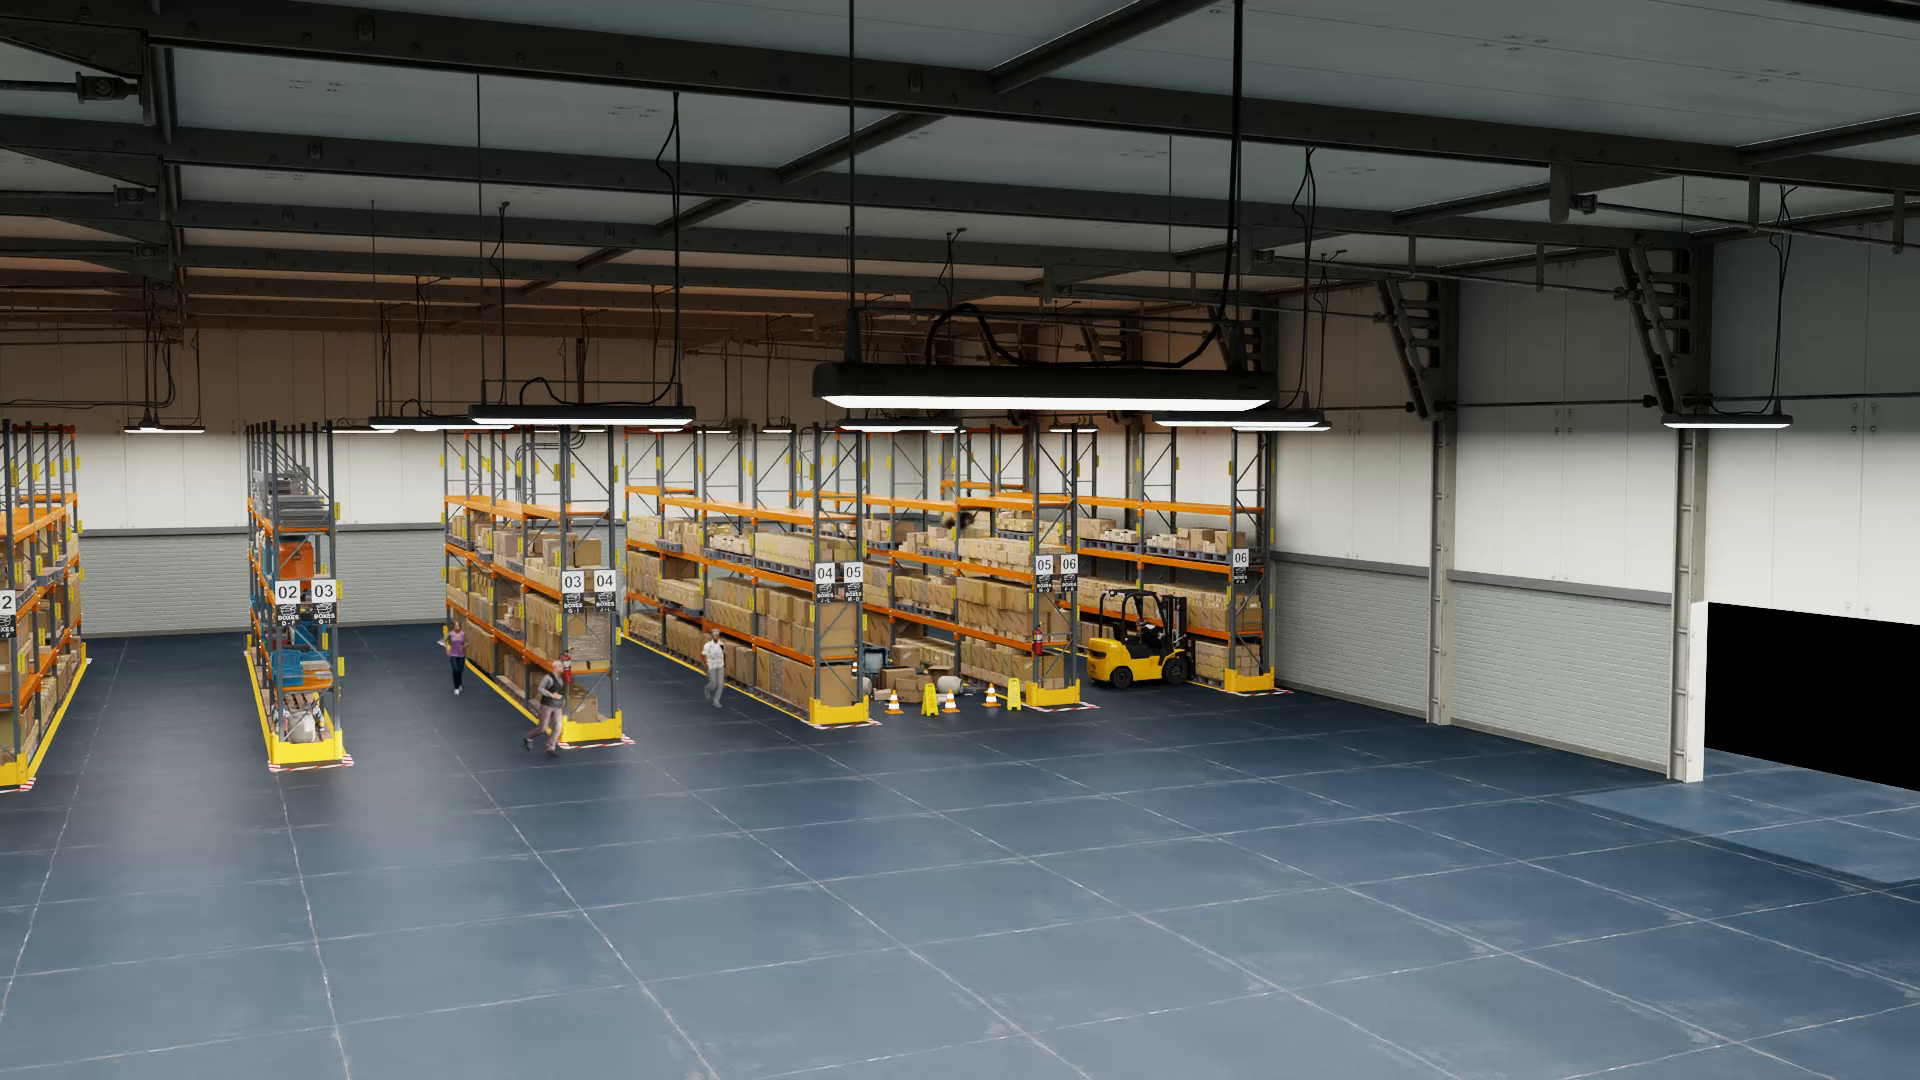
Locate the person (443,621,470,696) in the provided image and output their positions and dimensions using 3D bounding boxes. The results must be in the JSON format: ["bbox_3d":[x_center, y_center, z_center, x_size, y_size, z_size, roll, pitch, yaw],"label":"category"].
[{"bbox_3d":[-11.165,2.612,36.915,0.544,1.644,0.664,-2,4,-28],"label":"person"}]

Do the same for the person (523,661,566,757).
[{"bbox_3d":[-7.363,3.019,29.977,0.896,1.678,0.693,3,4,37],"label":"person"}]

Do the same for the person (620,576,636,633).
[{"bbox_3d":[-9.652,1.866,48.726,0.862,1.695,0.609,-3,5,-43],"label":"person"}]

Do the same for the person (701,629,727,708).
[{"bbox_3d":[-5.202,2.700,35.269,0.581,1.663,0.592,-2,4,-29],"label":"person"}]
